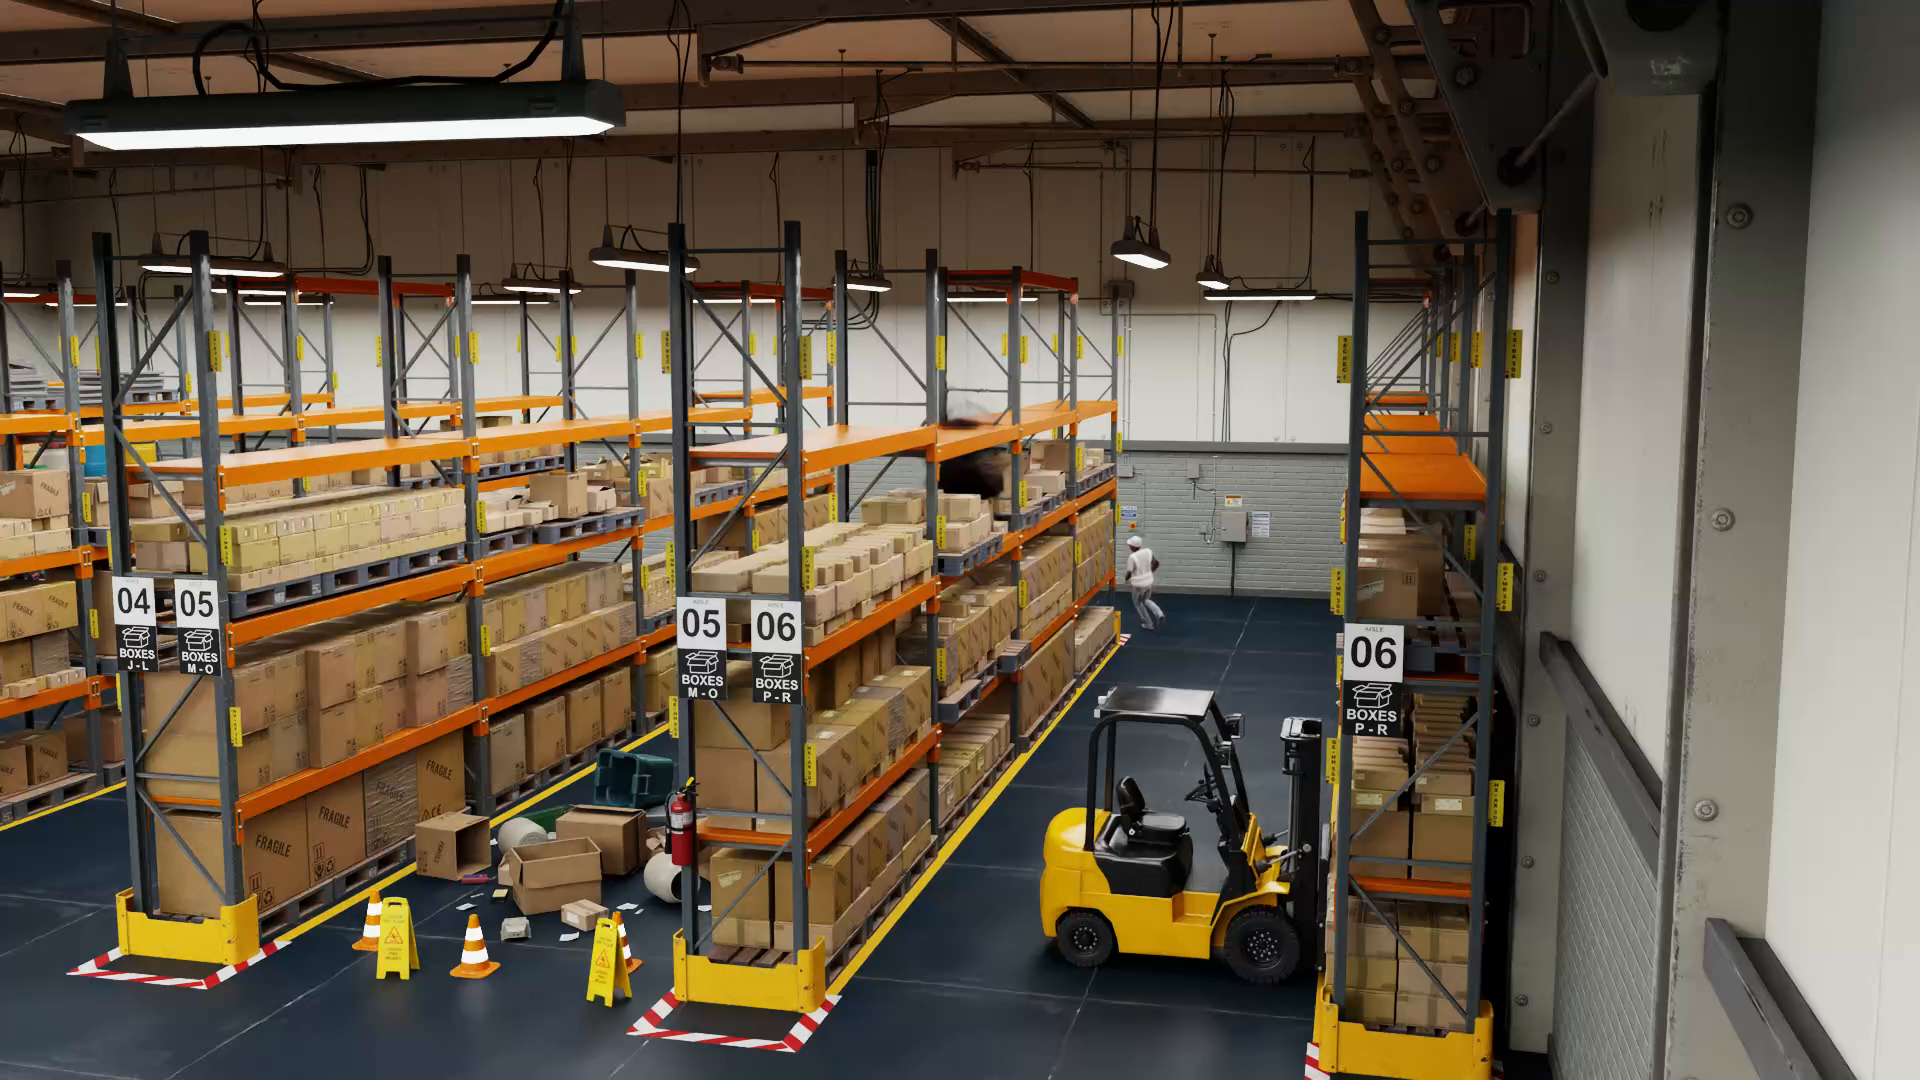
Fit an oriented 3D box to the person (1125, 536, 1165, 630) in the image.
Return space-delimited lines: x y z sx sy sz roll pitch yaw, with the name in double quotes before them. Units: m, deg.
"person" 3.209 0.762 29.287 0.748 1.687 0.571 -4 8 -32
